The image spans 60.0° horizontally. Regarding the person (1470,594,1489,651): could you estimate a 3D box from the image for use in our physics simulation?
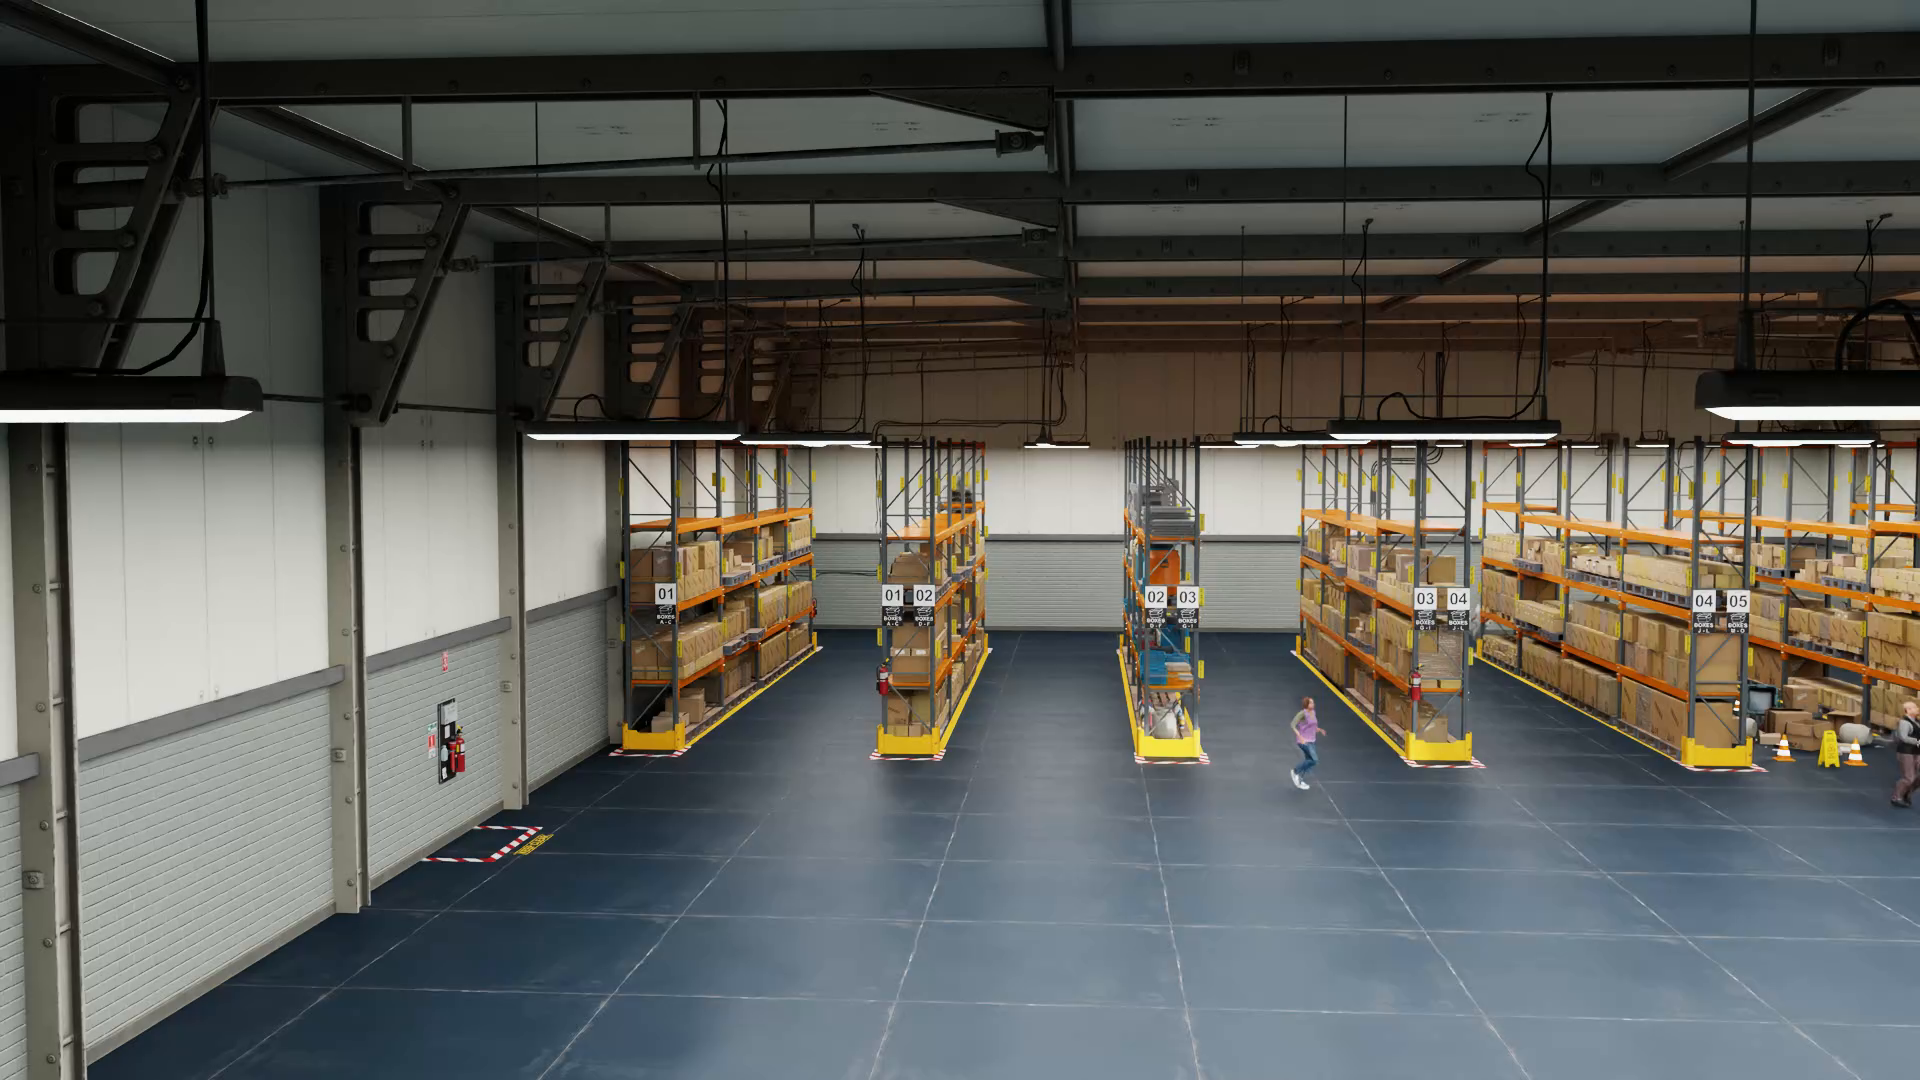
[{"bbox_3d":[14.916,2.346,47.481,0.550,1.695,0.750,0,3,-4],"label":"person"}]

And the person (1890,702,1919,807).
[{"bbox_3d":[15.245,3.436,26.593,0.680,1.700,0.633,-2,4,-38],"label":"person"}]

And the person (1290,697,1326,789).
[{"bbox_3d":[5.912,3.433,28.168,0.540,1.567,0.521,3,4,40],"label":"person"}]
